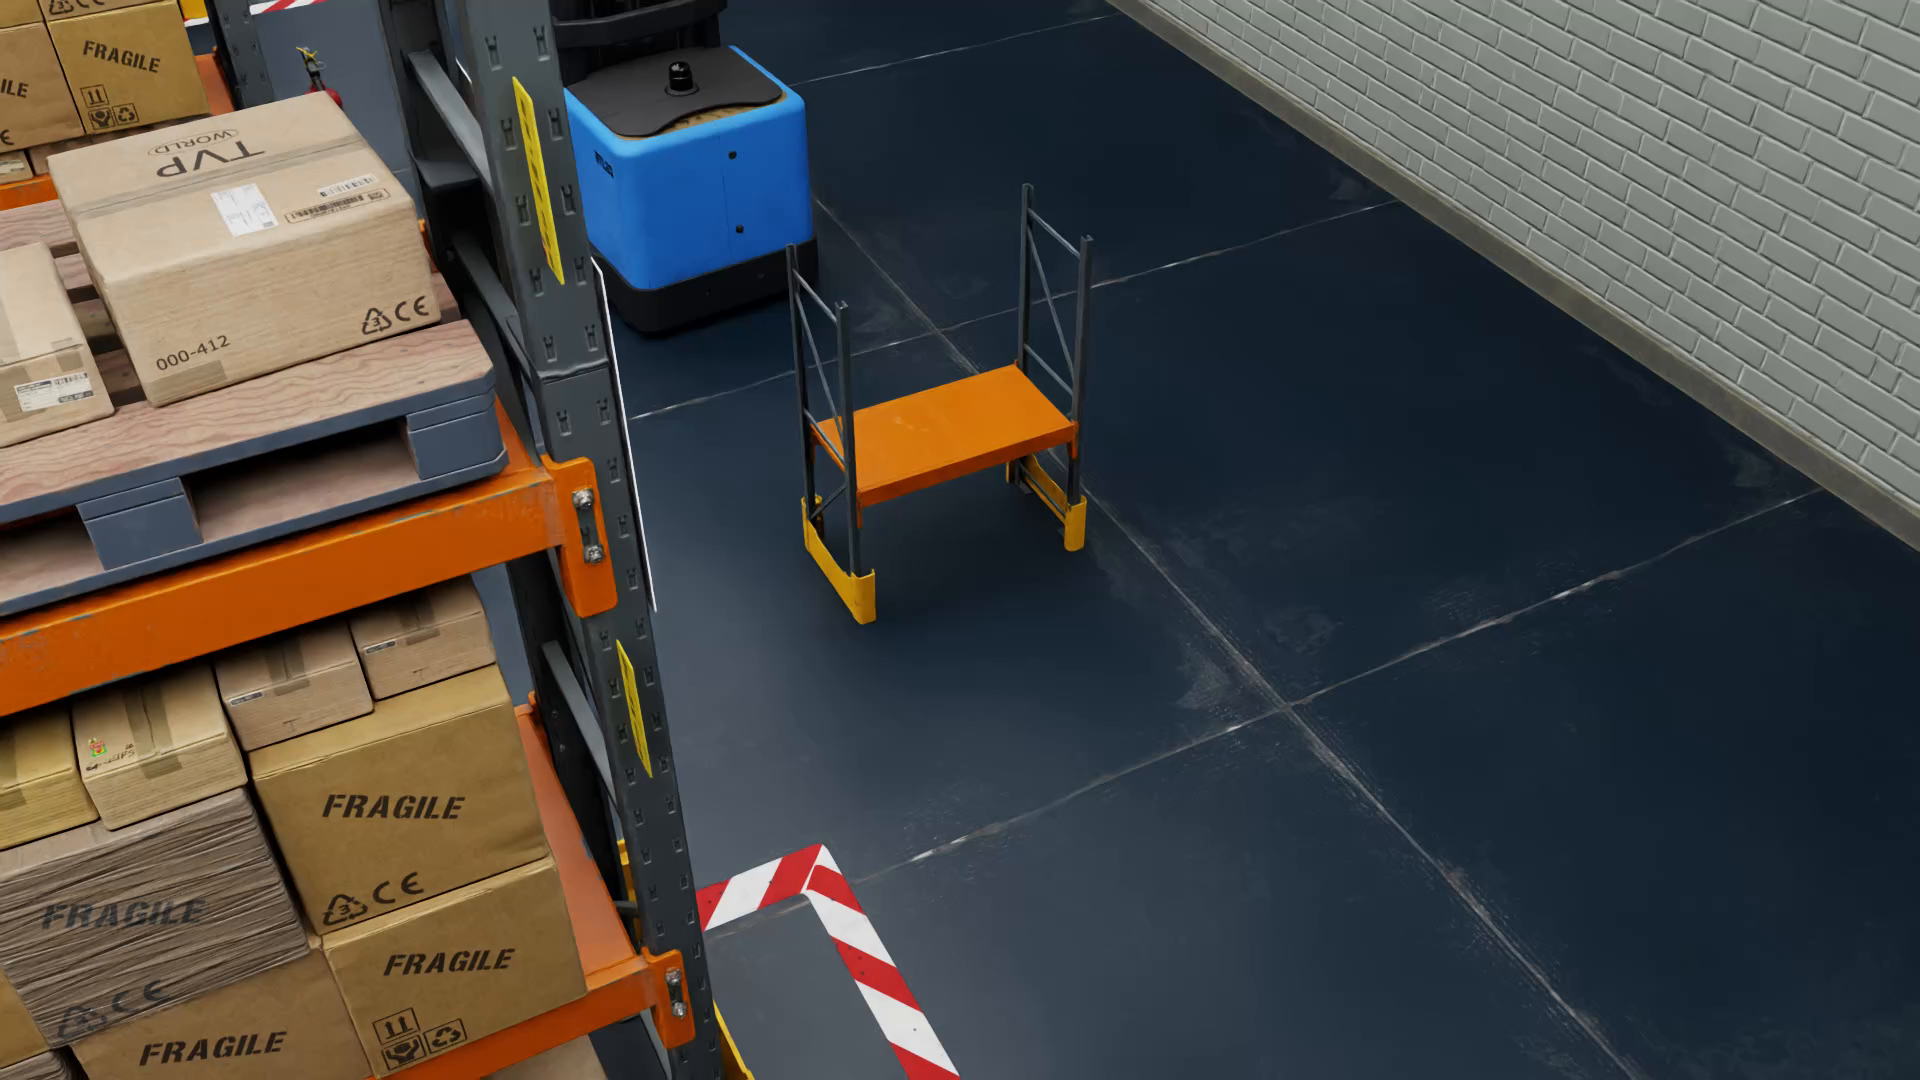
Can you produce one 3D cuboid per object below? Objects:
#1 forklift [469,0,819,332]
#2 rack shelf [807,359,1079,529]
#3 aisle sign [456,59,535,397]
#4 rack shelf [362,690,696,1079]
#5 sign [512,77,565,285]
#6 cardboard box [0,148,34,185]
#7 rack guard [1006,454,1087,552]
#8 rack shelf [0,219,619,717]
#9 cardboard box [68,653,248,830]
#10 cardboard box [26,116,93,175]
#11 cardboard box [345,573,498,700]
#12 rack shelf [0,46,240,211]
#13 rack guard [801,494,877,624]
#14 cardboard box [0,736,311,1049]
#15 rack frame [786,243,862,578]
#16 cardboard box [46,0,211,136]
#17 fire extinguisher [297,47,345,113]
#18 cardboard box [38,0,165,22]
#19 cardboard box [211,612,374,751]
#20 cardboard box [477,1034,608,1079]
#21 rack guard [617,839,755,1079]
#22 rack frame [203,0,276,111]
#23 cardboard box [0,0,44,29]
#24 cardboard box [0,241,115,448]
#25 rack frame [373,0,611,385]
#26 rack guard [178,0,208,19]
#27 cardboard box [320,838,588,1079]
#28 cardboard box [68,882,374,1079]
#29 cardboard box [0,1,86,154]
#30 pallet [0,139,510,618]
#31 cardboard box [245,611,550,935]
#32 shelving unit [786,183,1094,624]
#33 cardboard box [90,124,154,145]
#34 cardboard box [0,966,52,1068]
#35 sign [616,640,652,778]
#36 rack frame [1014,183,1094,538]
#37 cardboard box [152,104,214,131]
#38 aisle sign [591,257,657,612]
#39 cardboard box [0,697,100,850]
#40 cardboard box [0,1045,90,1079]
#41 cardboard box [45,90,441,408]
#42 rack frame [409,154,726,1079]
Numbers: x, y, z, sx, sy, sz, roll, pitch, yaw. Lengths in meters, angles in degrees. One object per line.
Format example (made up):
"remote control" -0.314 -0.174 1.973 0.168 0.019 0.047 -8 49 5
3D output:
"forklift" -1.967 -3.090 8.632 1.130 2.935 3.031 -23 45 -24
"rack shelf" -0.076 -0.410 6.852 1.000 0.185 0.538 -19 44 -21
"aisle sign" -0.982 -0.613 3.640 0.004 0.787 0.394 -19 44 -21
"rack shelf" -2.685 1.439 3.785 4.000 0.370 1.077 -19 44 -21
"sign" -0.673 -0.570 2.656 0.005 0.325 0.100 -19 44 -21
"cardboard box" -4.115 -1.658 7.082 0.250 0.149 0.380 -17 43 -20
"rack guard" 0.374 -0.221 7.318 0.087 0.250 0.587 -19 44 -21
"rack shelf" -2.685 0.294 2.816 4.000 0.370 1.077 -19 44 -21
"cardboard box" -1.541 0.337 3.177 0.250 0.149 0.380 -19 44 -21
"cardboard box" -3.900 -1.748 7.187 0.250 0.149 0.380 -19 44 -21
"cardboard box" -1.137 0.122 3.431 0.250 0.149 0.380 -18 43 -20
"rack shelf" -5.062 -1.368 7.101 4.000 0.370 1.077 -19 44 -21
"rack guard" -0.509 0.076 6.967 0.087 0.250 0.587 -19 44 -21
"cardboard box" -1.679 0.601 3.367 0.500 0.500 0.500 -18 44 -20
"rack frame" -0.527 -0.395 6.556 0.032 1.500 0.500 -19 44 -21
"cardboard box" -3.567 -2.109 7.112 0.500 0.500 0.500 -18 43 -20
"fire extinguisher" -2.851 -1.878 7.495 0.183 0.674 0.296 -19 44 -21
"cardboard box" -3.579 -2.493 6.792 0.500 0.500 0.500 -19 44 -22
"cardboard box" -1.351 0.211 3.325 0.250 0.149 0.380 -18 43 -20
"cardboard box" -1.451 1.639 4.650 0.875 0.438 0.875 -20 44 -22
"rack guard" -0.890 1.514 5.074 0.348 0.500 1.175 -19 44 -21
"rack frame" -3.288 -2.239 7.573 0.127 3.000 1.000 -19 44 -21
"cardboard box" -4.028 -2.342 6.614 0.500 0.500 0.500 -20 44 -22
"cardboard box" -1.604 -0.323 2.781 0.250 0.149 0.380 -22 45 -24
"rack frame" -0.912 -1.722 2.320 0.127 3.000 1.000 -19 44 -21
"rack guard" -5.468 -4.164 11.783 0.348 0.500 1.175 -19 44 -21
"cardboard box" -1.217 0.825 3.877 0.500 0.500 0.500 -18 44 -20
"cardboard box" -1.669 0.966 3.710 0.500 0.500 0.500 -20 44 -22
"cardboard box" -4.027 -1.958 6.934 0.500 0.500 0.500 -19 44 -21
"pallet" -1.565 -0.316 3.049 1.213 0.211 1.003 -19 44 -21
"cardboard box" -1.229 0.428 3.572 0.500 0.500 0.500 -17 43 -19
"shelving unit" -0.068 -0.550 6.739 1.083 1.500 0.587 -19 44 -21
"cardboard box" -3.684 -1.831 7.286 0.250 0.149 0.380 -19 44 -21
"cardboard box" -2.119 0.746 3.195 0.500 0.500 0.500 -19 44 -21
"sign" -0.673 0.350 3.435 0.005 0.325 0.100 -19 44 -21
"rack frame" 0.375 -0.699 6.915 0.032 1.500 0.500 -19 44 -21
"cardboard box" -3.446 -1.884 7.348 0.250 0.149 0.380 -19 44 -21
"aisle sign" -0.705 -0.269 3.234 0.004 0.787 0.394 -19 44 -21
"cardboard box" -1.784 0.388 3.116 0.250 0.149 0.380 -18 43 -20
"cardboard box" -2.121 1.125 3.522 0.500 0.500 0.500 -17 43 -19
"cardboard box" -1.269 -0.533 2.950 0.500 0.250 0.500 -23 45 -24
"rack frame" -0.912 0.567 4.258 0.127 3.000 1.000 -19 44 -21
